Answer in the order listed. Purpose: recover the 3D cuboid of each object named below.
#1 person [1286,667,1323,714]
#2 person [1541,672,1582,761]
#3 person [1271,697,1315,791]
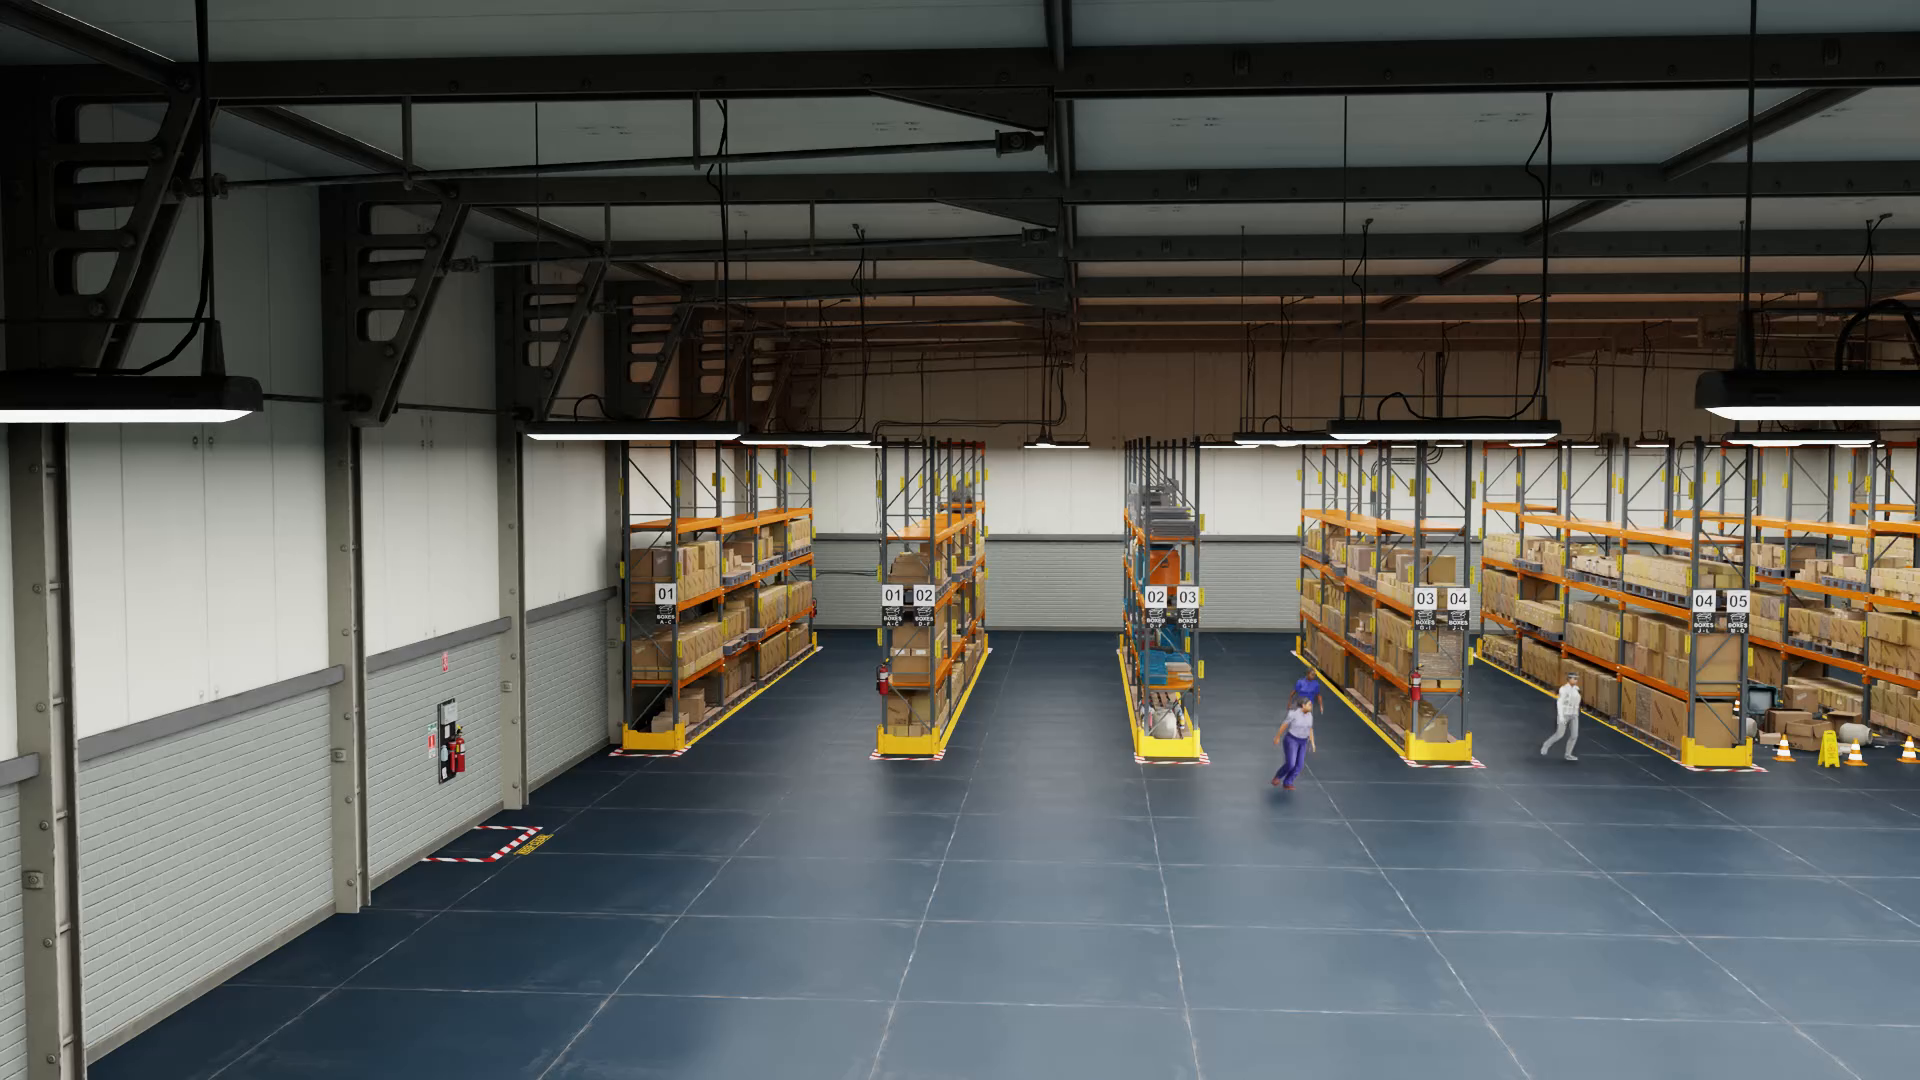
[{"bbox_3d":[6.622,3.208,31.860,0.558,1.599,0.725,-1,3,-13],"label":"person"},{"bbox_3d":[11.160,3.237,30.818,0.628,1.645,0.597,-1,3,-22],"label":"person"},{"bbox_3d":[5.620,3.441,28.042,0.668,1.577,0.551,-2,4,-29],"label":"person"}]
